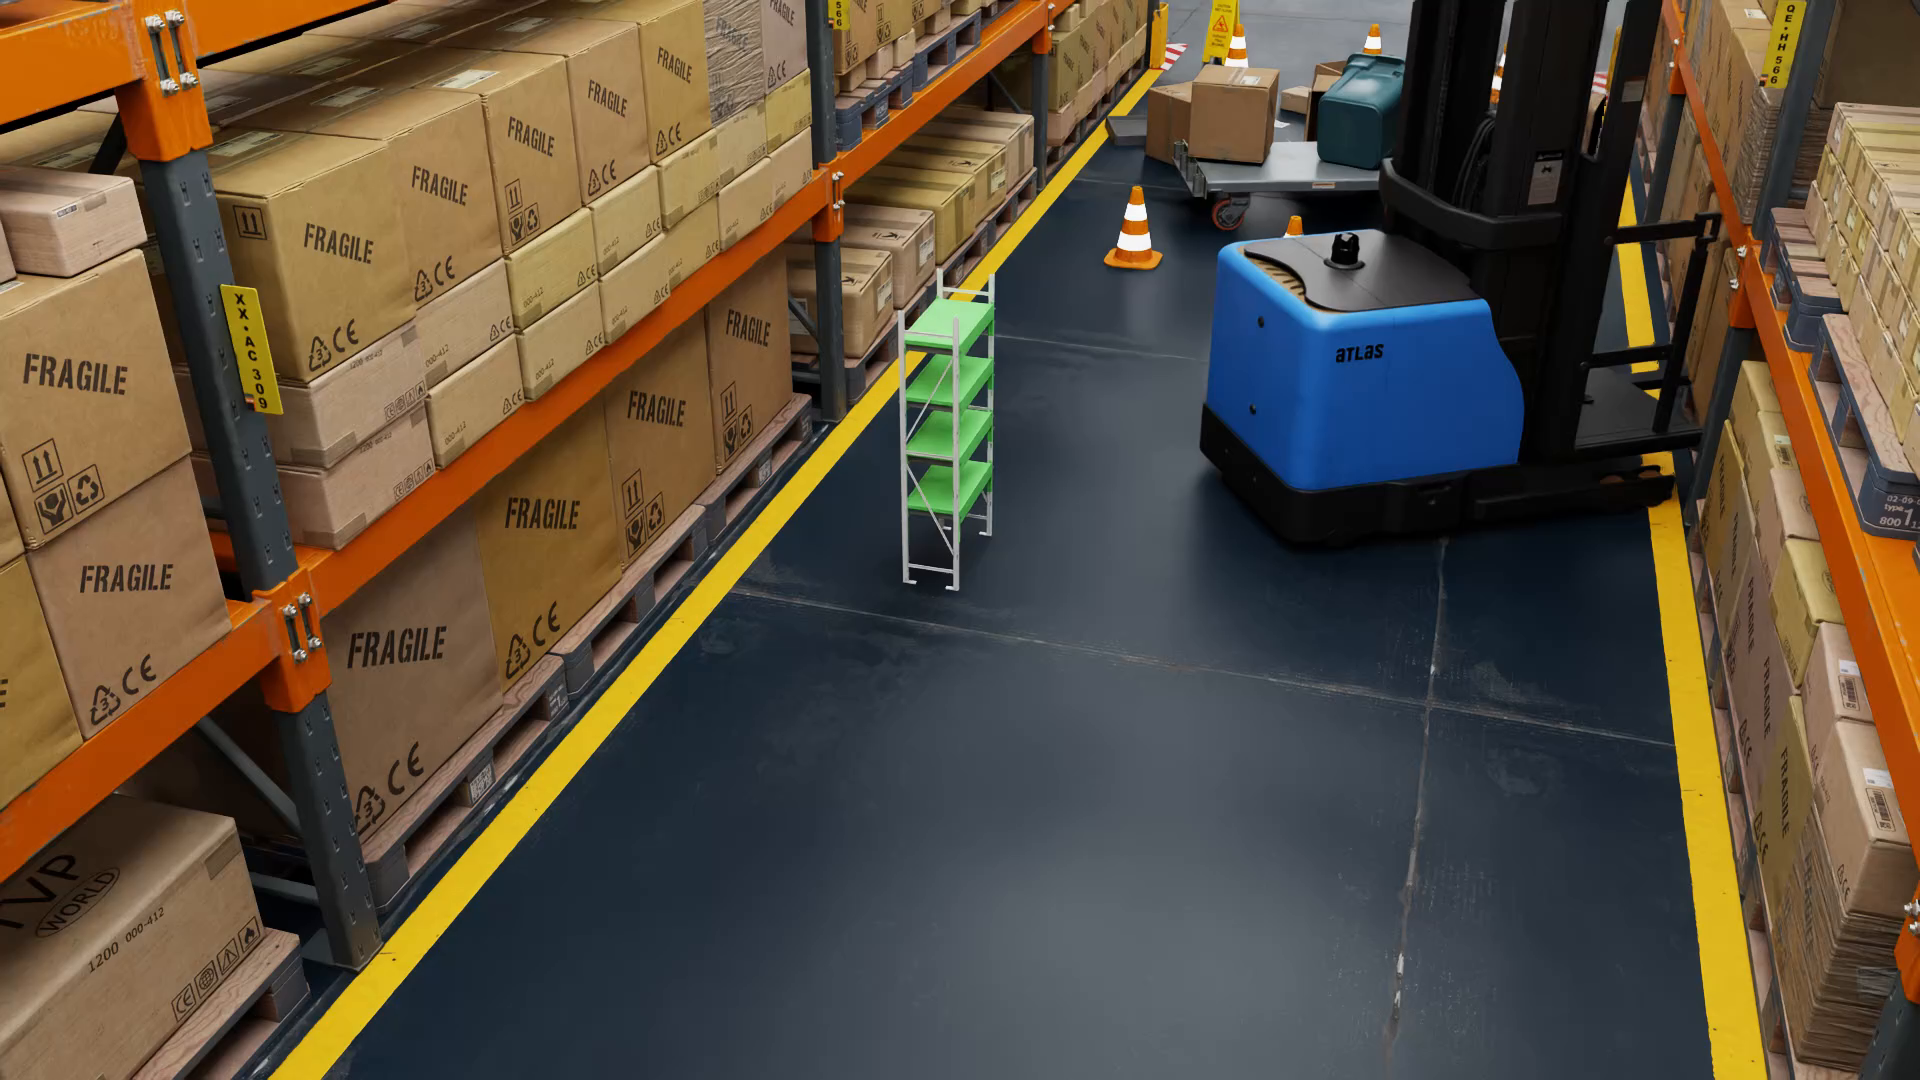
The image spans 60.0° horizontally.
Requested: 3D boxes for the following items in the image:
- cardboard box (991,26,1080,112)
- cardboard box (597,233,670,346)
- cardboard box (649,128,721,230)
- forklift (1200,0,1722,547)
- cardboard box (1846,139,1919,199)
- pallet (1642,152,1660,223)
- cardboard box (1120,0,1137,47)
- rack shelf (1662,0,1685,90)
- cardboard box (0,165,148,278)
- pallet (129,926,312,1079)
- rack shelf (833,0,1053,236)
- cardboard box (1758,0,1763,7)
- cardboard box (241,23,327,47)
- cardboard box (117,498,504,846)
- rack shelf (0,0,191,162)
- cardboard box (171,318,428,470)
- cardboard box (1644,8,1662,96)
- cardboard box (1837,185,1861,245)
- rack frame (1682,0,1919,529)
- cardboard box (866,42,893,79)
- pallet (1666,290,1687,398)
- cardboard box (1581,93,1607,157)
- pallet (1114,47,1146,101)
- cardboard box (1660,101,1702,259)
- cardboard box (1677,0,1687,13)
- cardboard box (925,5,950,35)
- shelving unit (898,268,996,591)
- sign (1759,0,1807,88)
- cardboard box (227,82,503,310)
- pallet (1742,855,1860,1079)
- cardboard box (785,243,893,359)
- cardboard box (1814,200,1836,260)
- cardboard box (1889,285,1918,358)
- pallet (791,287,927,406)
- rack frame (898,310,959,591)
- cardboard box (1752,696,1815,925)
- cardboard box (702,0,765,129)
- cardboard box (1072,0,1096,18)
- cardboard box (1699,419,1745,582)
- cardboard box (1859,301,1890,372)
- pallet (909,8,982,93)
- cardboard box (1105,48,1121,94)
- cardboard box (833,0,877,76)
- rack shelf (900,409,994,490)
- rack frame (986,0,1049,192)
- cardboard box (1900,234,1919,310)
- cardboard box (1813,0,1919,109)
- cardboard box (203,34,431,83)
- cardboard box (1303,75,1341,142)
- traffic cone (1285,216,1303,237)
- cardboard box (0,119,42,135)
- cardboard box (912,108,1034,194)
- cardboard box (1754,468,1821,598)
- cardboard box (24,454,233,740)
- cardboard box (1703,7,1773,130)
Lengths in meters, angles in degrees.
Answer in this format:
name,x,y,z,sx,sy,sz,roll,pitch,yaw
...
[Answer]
name,x,y,z,sx,sy,sz,roll,pitch,yaw
cardboard box,0.540,-3.385,11.875,0.500,0.500,0.500,10,31,17
cardboard box,-1.386,-0.931,5.992,0.500,0.250,0.500,8,30,14
cardboard box,-1.242,-1.393,6.309,0.500,0.250,0.500,8,30,14
forklift,2.711,-1.641,7.185,3.031,2.935,1.130,-8,30,-14
cardboard box,3.223,-1.230,5.589,0.380,0.149,0.250,8,30,15
pallet,5.168,-2.304,11.175,1.003,0.211,1.213,8,30,15
cardboard box,1.147,-4.356,13.620,0.500,0.500,0.500,10,31,17
rack shelf,5.457,-3.796,11.728,1.077,0.370,4.000,8,30,15
cardboard box,-2.026,-0.698,3.620,0.380,0.149,0.250,8,30,14
pallet,-2.538,1.439,4.447,1.003,0.211,1.213,8,30,15
rack shelf,-0.478,-2.596,9.571,1.077,0.370,4.000,8,30,15
cardboard box,4.432,-2.955,8.346,0.700,0.500,0.500,9,30,15
cardboard box,-4.780,-3.448,12.374,0.875,0.625,0.625,10,31,17
cardboard box,-2.134,0.323,5.337,0.875,0.875,0.875,9,30,16
rack shelf,-2.827,-0.189,2.159,1.077,0.370,4.000,8,30,15
cardboard box,-1.841,-0.439,4.594,0.500,0.250,0.500,8,30,13
cardboard box,5.908,-3.970,13.054,0.875,0.875,0.875,9,30,15
cardboard box,3.210,-1.079,5.624,0.380,0.149,0.250,8,30,13
rack frame,3.696,-1.322,6.540,1.000,3.000,0.127,8,30,15
cardboard box,-0.553,-2.426,8.353,0.380,0.149,0.250,7,30,12
pallet,4.360,-1.024,8.873,1.003,0.211,1.213,8,30,15
cardboard box,4.345,-2.957,12.049,0.500,0.500,0.500,14,32,23
pallet,0.988,-4.072,14.353,1.003,0.211,1.213,8,30,15
cardboard box,4.774,-2.080,9.785,1.050,0.750,0.750,8,30,15
cardboard box,5.107,-3.678,10.622,0.875,0.550,0.550,8,30,15
cardboard box,-0.272,-2.923,9.246,0.380,0.149,0.250,9,30,16
shelving unit,-0.049,-0.447,6.820,0.258,1.200,0.503,8,30,15
sign,3.165,-1.905,6.398,0.100,0.325,0.005,8,30,15
cardboard box,-1.713,-1.007,4.843,0.500,0.500,0.500,8,30,15
pallet,2.749,1.394,4.527,1.003,0.211,1.213,8,30,15
cardboard box,-0.890,-1.277,8.732,0.950,0.372,0.625,6,30,11
cardboard box,3.293,-1.092,5.953,0.380,0.149,0.250,10,31,17
cardboard box,2.910,-0.605,4.772,0.380,0.149,0.250,10,30,17
pallet,-0.835,-1.125,9.056,1.003,0.211,1.213,8,30,15
rack frame,-0.120,-0.334,6.616,0.240,1.200,0.015,8,30,15
cardboard box,2.649,0.828,4.816,0.500,0.500,0.500,8,30,14
cardboard box,-1.110,-1.944,6.528,0.500,0.500,0.500,9,30,16
cardboard box,0.783,-3.957,12.236,0.380,0.149,0.250,10,31,17
cardboard box,3.245,-0.120,6.520,0.500,0.500,0.500,7,30,13
cardboard box,2.985,-0.600,5.069,0.380,0.149,0.250,9,30,16
pallet,-0.524,-2.823,9.436,1.003,0.211,1.213,8,30,15
cardboard box,0.995,-3.783,13.361,0.500,0.250,0.500,7,30,13
cardboard box,-0.712,-2.514,7.843,0.500,0.500,0.500,8,30,13
rack shelf,-0.049,-0.392,6.851,0.258,0.148,0.480,8,30,15
rack frame,0.109,-3.840,11.067,1.000,3.000,0.127,8,30,15
cardboard box,2.914,-0.742,4.712,0.380,0.149,0.250,8,30,14
cardboard box,3.837,-2.010,6.645,0.700,0.500,0.500,8,30,15
cardboard box,-2.036,-1.321,5.407,0.500,0.500,0.500,9,30,16
cardboard box,2.921,-3.054,12.082,0.797,0.637,0.503,8,30,15
traffic cone,1.954,-1.678,9.790,0.336,0.463,0.334,8,30,15
cardboard box,-5.615,-2.121,9.988,0.875,0.625,0.625,9,30,16
cardboard box,-0.043,-2.631,11.165,0.950,0.372,0.625,9,30,16
cardboard box,2.956,0.009,5.516,0.500,0.250,0.500,9,30,15
cardboard box,-2.131,0.086,3.907,0.500,0.500,0.500,9,30,15
cardboard box,4.013,-2.316,8.224,0.500,0.500,0.500,9,30,16
